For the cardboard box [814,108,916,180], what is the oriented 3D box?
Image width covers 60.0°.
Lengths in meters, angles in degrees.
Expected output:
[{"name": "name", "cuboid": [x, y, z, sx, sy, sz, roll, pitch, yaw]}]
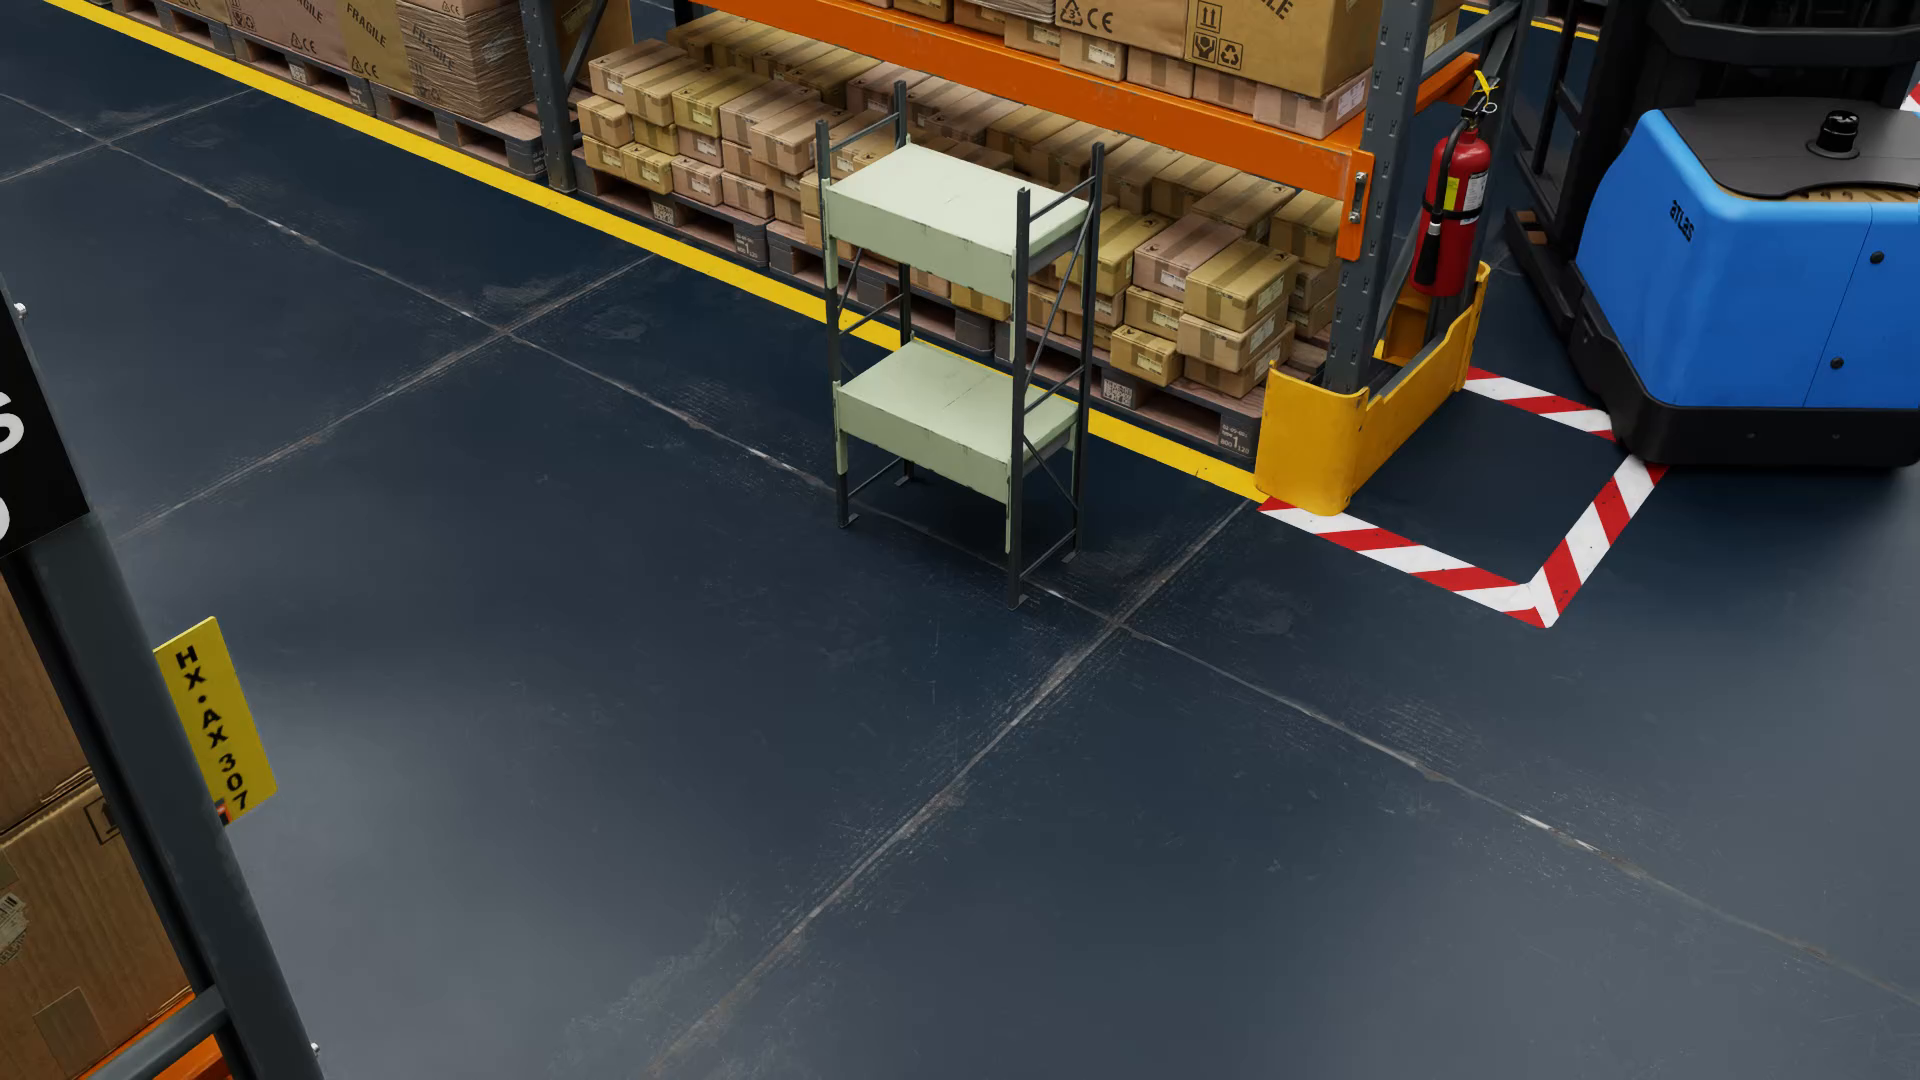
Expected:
[{"name": "cardboard box", "cuboid": [-0.390, -1.627, 6.885, 0.250, 0.149, 0.380, 23, 44, 27]}]

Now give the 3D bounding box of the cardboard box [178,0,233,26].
[{"name": "cardboard box", "cuboid": [-3.960, -3.170, 9.053, 0.500, 0.500, 0.500, 26, 45, 29]}]

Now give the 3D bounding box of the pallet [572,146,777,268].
[{"name": "pallet", "cuboid": [-1.037, -1.735, 7.795, 1.213, 0.211, 1.003, 25, 45, 29]}]

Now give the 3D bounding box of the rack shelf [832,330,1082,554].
[{"name": "rack shelf", "cuboid": [-0.005, -0.336, 5.492, 0.720, 0.370, 0.431, 25, 45, 29]}]

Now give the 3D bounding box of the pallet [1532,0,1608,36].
[{"name": "pallet", "cuboid": [3.997, -3.123, 9.568, 1.213, 0.211, 1.003, 25, 45, 29]}]

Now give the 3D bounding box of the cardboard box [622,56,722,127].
[{"name": "cardboard box", "cuboid": [-1.261, -1.982, 7.337, 0.250, 0.149, 0.380, 28, 46, 31]}]

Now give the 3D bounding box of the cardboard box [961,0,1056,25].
[{"name": "cardboard box", "cuboid": [0.258, -2.148, 5.738, 0.500, 0.500, 0.500, 25, 45, 29]}]

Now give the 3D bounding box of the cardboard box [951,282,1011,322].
[{"name": "cardboard box", "cuboid": [0.173, -1.046, 6.624, 0.250, 0.149, 0.380, 23, 44, 27]}]

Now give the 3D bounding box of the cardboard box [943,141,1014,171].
[{"name": "cardboard box", "cuboid": [0.007, -1.432, 6.635, 0.250, 0.149, 0.380, 24, 44, 27]}]

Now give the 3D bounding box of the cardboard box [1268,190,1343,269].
[{"name": "cardboard box", "cuboid": [1.376, -1.209, 6.350, 0.250, 0.149, 0.380, 23, 44, 27]}]

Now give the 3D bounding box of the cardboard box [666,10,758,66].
[{"name": "cardboard box", "cuboid": [-1.151, -2.338, 7.793, 0.250, 0.149, 0.380, 27, 45, 30]}]

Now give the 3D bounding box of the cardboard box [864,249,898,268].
[{"name": "cardboard box", "cuboid": [-0.187, -1.289, 6.935, 0.250, 0.149, 0.380, 27, 45, 30]}]

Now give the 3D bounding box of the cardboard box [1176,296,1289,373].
[{"name": "cardboard box", "cuboid": [0.993, -0.787, 6.052, 0.250, 0.149, 0.380, 24, 44, 27]}]

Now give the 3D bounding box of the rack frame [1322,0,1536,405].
[{"name": "rack frame", "cuboid": [1.586, -1.569, 5.321, 0.127, 3.000, 1.000, 25, 45, 29]}]

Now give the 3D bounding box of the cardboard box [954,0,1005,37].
[{"name": "cardboard box", "cuboid": [0.185, -1.979, 6.049, 0.250, 0.149, 0.380, 23, 44, 27]}]

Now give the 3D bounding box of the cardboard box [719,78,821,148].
[{"name": "cardboard box", "cuboid": [-0.809, -1.824, 7.136, 0.250, 0.149, 0.380, 24, 44, 27]}]

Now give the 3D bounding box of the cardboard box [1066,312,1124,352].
[{"name": "cardboard box", "cuboid": [0.618, -0.895, 6.431, 0.250, 0.149, 0.380, 25, 44, 28]}]

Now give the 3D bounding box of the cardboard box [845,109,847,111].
[{"name": "cardboard box", "cuboid": [-0.348, -1.850, 7.410, 0.250, 0.149, 0.380, 26, 45, 30]}]

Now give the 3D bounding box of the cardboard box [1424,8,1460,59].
[{"name": "cardboard box", "cuboid": [1.528, -1.752, 5.758, 0.250, 0.149, 0.380, 25, 44, 28]}]

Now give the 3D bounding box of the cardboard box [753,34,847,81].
[{"name": "cardboard box", "cuboid": [-0.722, -2.172, 7.581, 0.250, 0.149, 0.380, 25, 44, 28]}]

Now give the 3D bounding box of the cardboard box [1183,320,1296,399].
[{"name": "cardboard box", "cuboid": [1.041, -0.707, 6.192, 0.250, 0.149, 0.380, 26, 45, 29]}]

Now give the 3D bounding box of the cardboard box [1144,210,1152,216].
[{"name": "cardboard box", "cuboid": [0.756, -1.379, 6.808, 0.250, 0.149, 0.380, 27, 45, 30]}]

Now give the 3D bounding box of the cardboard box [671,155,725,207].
[{"name": "cardboard box", "cuboid": [-1.057, -1.649, 7.395, 0.250, 0.149, 0.380, 25, 44, 28]}]

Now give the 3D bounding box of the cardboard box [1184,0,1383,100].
[{"name": "cardboard box", "cuboid": [1.072, -1.768, 5.252, 0.500, 0.500, 0.500, 26, 45, 29]}]

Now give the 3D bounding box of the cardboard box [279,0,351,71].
[{"name": "cardboard box", "cuboid": [-3.145, -2.789, 8.566, 0.500, 0.500, 0.500, 24, 44, 28]}]

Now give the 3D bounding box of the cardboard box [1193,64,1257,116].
[{"name": "cardboard box", "cuboid": [0.980, -1.565, 5.520, 0.250, 0.149, 0.380, 25, 45, 29]}]

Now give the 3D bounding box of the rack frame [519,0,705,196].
[{"name": "rack frame", "cuboid": [-1.592, -3.067, 7.234, 0.127, 3.000, 1.000, 25, 45, 29]}]

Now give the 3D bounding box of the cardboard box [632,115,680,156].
[{"name": "cardboard box", "cuboid": [-1.242, -1.884, 7.453, 0.250, 0.149, 0.380, 26, 45, 29]}]

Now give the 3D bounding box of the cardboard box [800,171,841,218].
[{"name": "cardboard box", "cuboid": [-0.448, -1.468, 6.922, 0.250, 0.149, 0.380, 25, 44, 28]}]

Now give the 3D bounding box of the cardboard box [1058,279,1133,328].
[{"name": "cardboard box", "cuboid": [0.579, -0.981, 6.300, 0.250, 0.149, 0.380, 23, 44, 27]}]

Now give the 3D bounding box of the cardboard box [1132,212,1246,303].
[{"name": "cardboard box", "cuboid": [0.847, -1.043, 6.138, 0.250, 0.149, 0.380, 26, 45, 29]}]

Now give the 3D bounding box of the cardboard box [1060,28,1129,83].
[{"name": "cardboard box", "cuboid": [0.555, -1.736, 5.738, 0.250, 0.149, 0.380, 27, 45, 30]}]

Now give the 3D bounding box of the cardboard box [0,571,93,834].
[{"name": "cardboard box", "cuboid": [-1.550, 0.140, 2.245, 0.500, 0.500, 0.500, 24, 44, 28]}]

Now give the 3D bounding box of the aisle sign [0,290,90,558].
[{"name": "aisle sign", "cuboid": [-1.108, -0.246, 1.522, 0.004, 0.787, 0.394, 25, 45, 29]}]

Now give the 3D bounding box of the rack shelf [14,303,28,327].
[{"name": "rack shelf", "cuboid": [-2.930, -0.754, 2.430, 4.000, 0.370, 1.077, 25, 45, 29]}]

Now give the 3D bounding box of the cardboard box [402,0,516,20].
[{"name": "cardboard box", "cuboid": [-2.337, -2.699, 7.842, 0.500, 0.250, 0.500, 24, 44, 27]}]

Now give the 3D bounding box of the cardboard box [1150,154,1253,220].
[{"name": "cardboard box", "cuboid": [0.962, -1.410, 6.607, 0.250, 0.149, 0.380, 25, 45, 28]}]

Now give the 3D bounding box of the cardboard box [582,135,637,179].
[{"name": "cardboard box", "cuboid": [-1.497, -1.816, 7.609, 0.250, 0.149, 0.380, 23, 44, 27]}]

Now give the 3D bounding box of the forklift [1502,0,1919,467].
[{"name": "forklift", "cuboid": [2.987, -2.298, 6.307, 1.130, 2.935, 3.031, 1, 38, 1]}]

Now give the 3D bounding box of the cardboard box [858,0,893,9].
[{"name": "cardboard box", "cuboid": [-0.249, -2.155, 6.273, 0.250, 0.149, 0.380, 27, 45, 30]}]

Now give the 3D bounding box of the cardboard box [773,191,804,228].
[{"name": "cardboard box", "cuboid": [-0.590, -1.495, 7.198, 0.250, 0.149, 0.380, 23, 44, 27]}]

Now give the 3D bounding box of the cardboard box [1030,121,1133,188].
[{"name": "cardboard box", "cuboid": [0.500, -1.571, 6.813, 0.250, 0.149, 0.380, 27, 45, 30]}]

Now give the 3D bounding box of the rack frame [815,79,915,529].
[{"name": "rack frame", "cuboid": [-0.296, -0.730, 5.466, 0.023, 1.500, 0.400, 25, 45, 29]}]

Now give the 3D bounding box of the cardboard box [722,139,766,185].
[{"name": "cardboard box", "cuboid": [-0.814, -1.708, 7.229, 0.250, 0.149, 0.380, 23, 44, 26]}]

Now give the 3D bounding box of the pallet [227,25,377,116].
[{"name": "pallet", "cuboid": [-3.184, -2.717, 9.049, 1.213, 0.211, 1.003, 25, 45, 29]}]

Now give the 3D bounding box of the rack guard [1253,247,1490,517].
[{"name": "rack guard", "cuboid": [1.525, -0.613, 6.128, 0.348, 0.500, 1.175, 25, 45, 29]}]

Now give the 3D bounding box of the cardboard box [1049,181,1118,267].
[{"name": "cardboard box", "cuboid": [0.396, -1.205, 6.346, 0.250, 0.149, 0.380, 23, 44, 27]}]

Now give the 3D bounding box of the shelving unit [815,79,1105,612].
[{"name": "shelving unit", "cuboid": [-0.005, -0.593, 5.291, 0.755, 1.500, 0.431, 25, 45, 29]}]

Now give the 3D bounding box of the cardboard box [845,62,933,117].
[{"name": "cardboard box", "cuboid": [-0.292, -1.981, 7.336, 0.250, 0.149, 0.380, 23, 44, 27]}]

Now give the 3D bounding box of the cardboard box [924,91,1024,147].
[{"name": "cardboard box", "cuboid": [0.061, -1.739, 7.027, 0.250, 0.149, 0.380, 25, 45, 29]}]

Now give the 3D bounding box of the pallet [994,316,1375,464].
[{"name": "pallet", "cuboid": [0.902, -0.821, 6.628, 1.213, 0.211, 1.003, 25, 45, 29]}]

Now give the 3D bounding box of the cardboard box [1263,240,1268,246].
[{"name": "cardboard box", "cuboid": [1.142, -1.181, 6.556, 0.250, 0.149, 0.380, 25, 44, 28]}]

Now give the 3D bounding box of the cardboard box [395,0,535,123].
[{"name": "cardboard box", "cuboid": [-2.332, -2.402, 8.072, 0.500, 0.500, 0.500, 24, 44, 28]}]
